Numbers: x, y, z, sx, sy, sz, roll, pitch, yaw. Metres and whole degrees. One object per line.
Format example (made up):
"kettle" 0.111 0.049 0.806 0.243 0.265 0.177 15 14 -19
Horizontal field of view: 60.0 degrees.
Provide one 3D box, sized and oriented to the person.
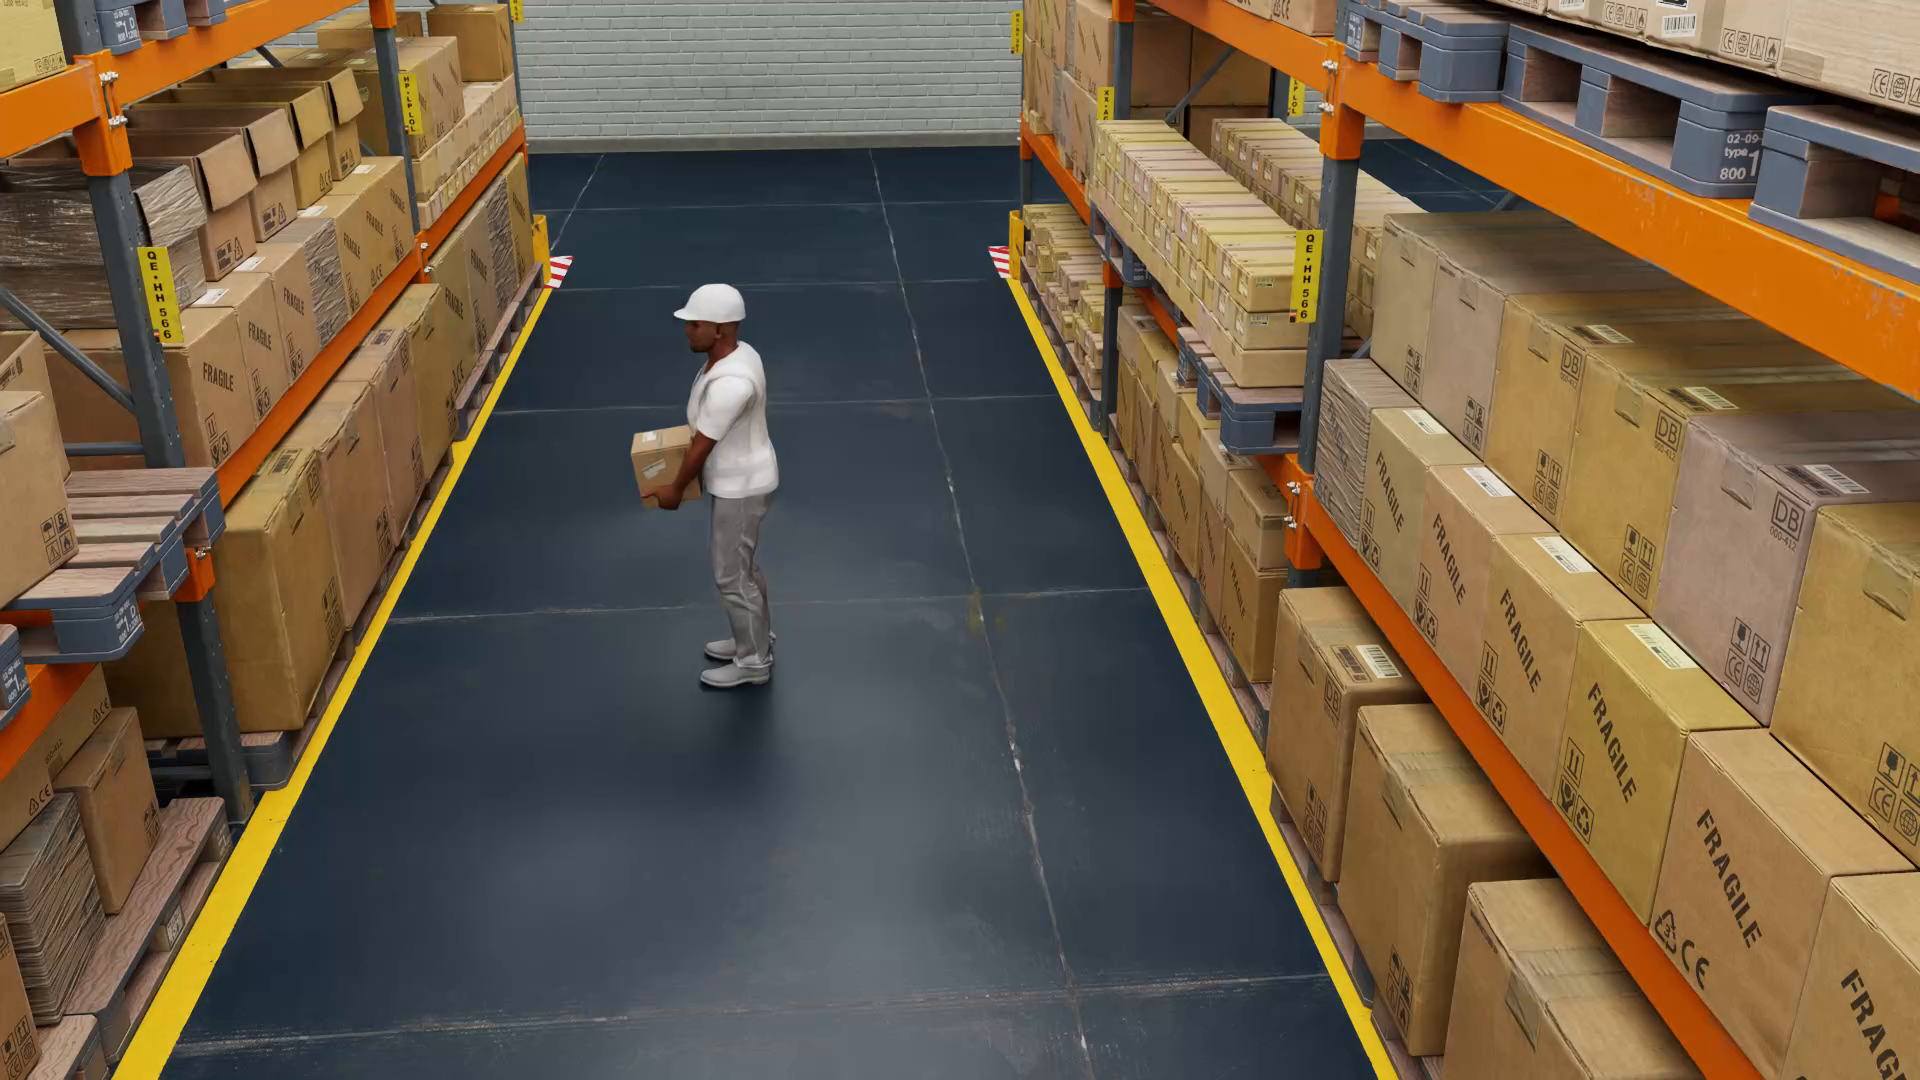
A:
"person" -1.060 -0.227 7.095 0.576 1.761 0.505 -3 24 -6
